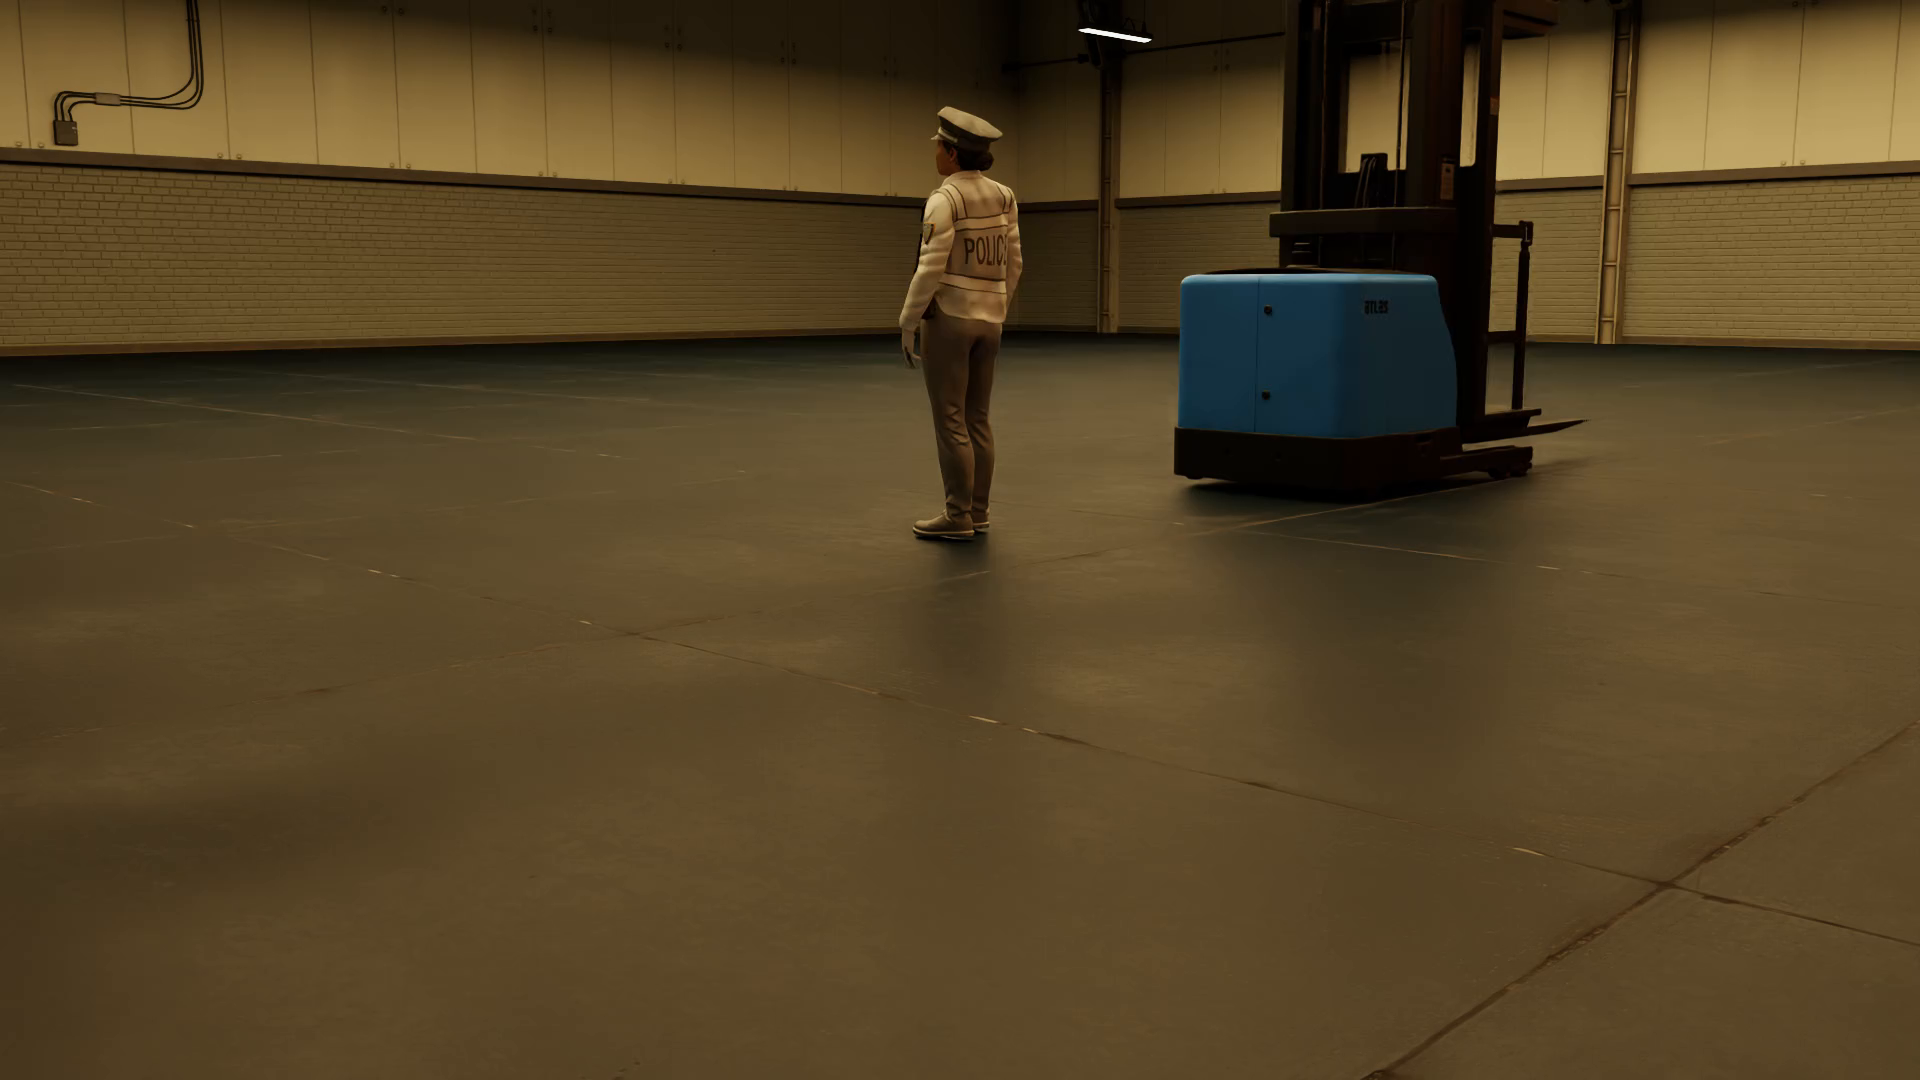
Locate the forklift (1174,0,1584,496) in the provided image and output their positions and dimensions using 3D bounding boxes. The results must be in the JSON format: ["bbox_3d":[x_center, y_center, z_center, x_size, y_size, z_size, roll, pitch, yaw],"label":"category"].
[{"bbox_3d":[2.472,-1.822,8.977,1.130,2.935,3.031,8,12,43],"label":"forklift"}]

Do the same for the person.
[{"bbox_3d":[-0.045,-0.853,6.642,0.530,1.694,0.587,8,12,43],"label":"person"}]
